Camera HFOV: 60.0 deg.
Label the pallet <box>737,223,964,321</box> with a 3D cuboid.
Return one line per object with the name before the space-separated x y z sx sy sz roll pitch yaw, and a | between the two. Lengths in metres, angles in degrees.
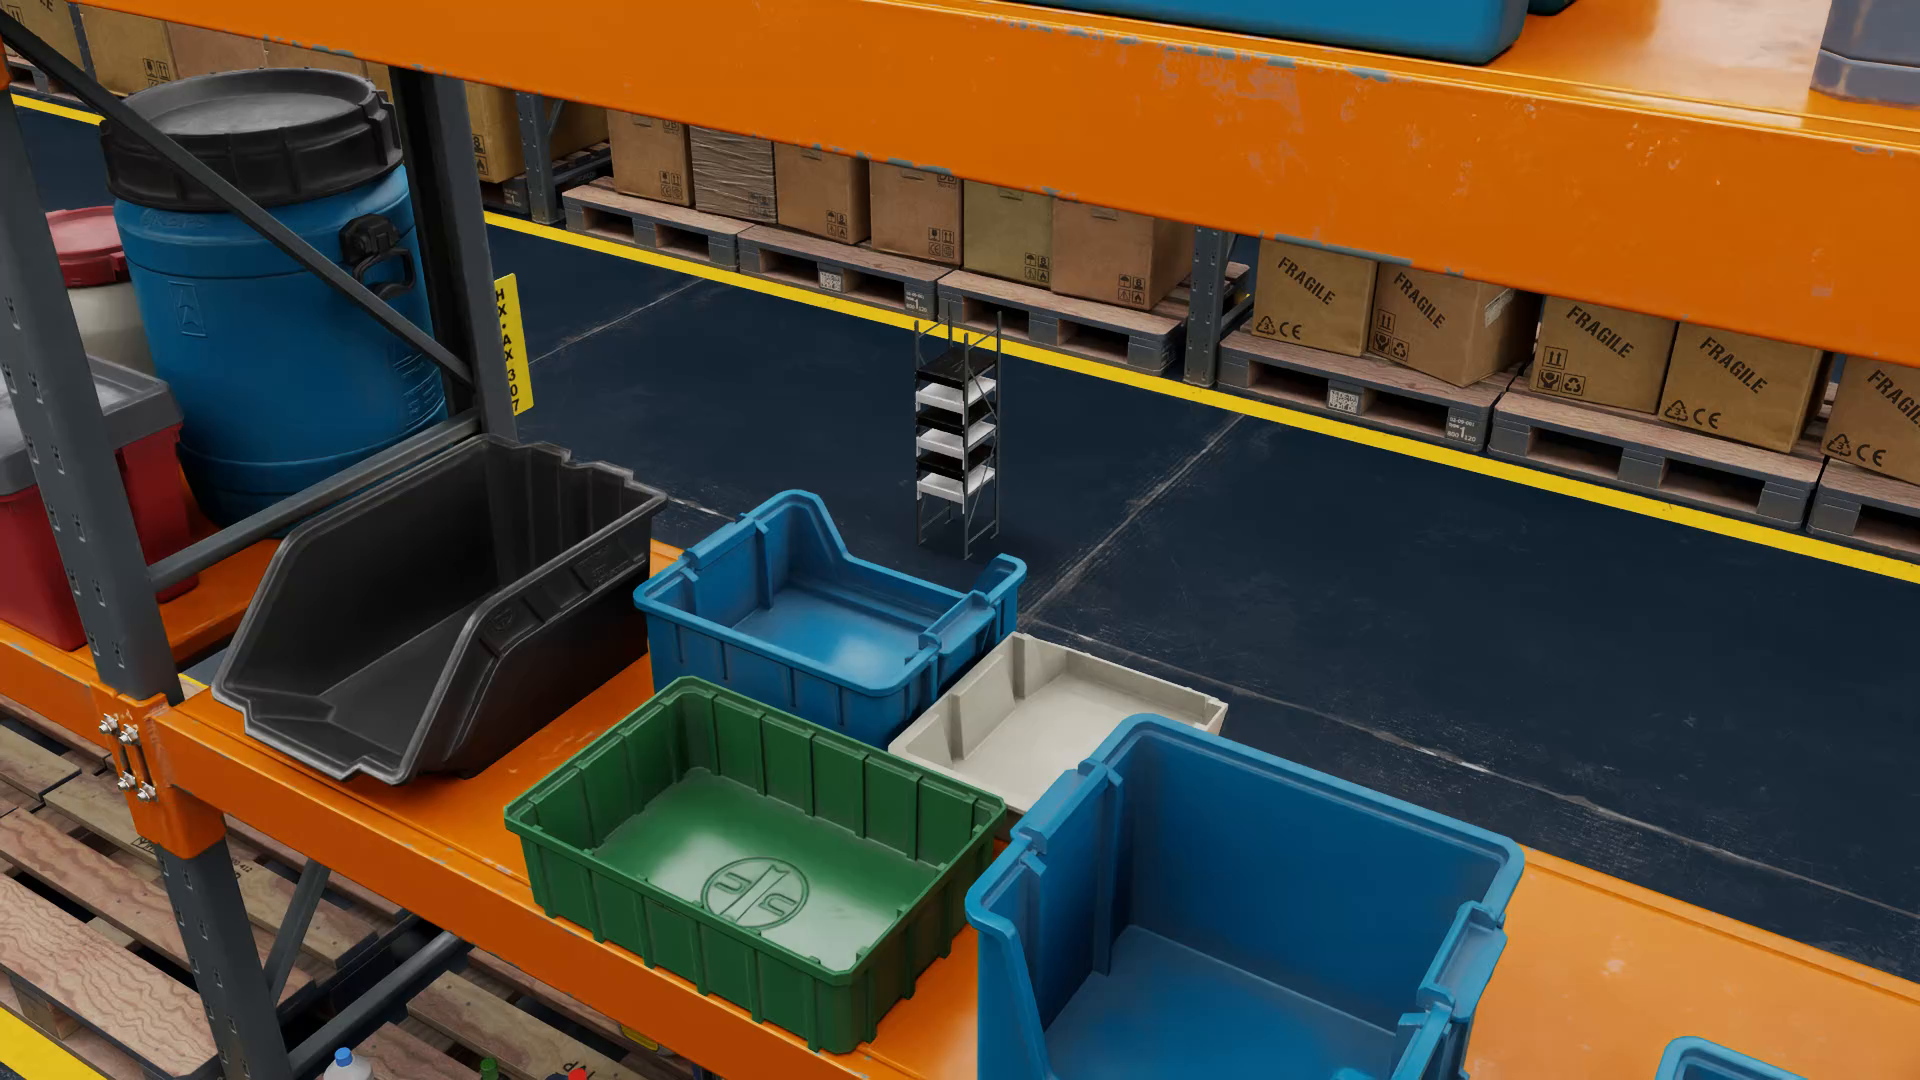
pallet | -0.383 -1.523 8.651 1.213 0.211 1.003 18 35 27

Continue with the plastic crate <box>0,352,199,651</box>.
plastic crate | -1.891 -0.106 3.391 0.583 0.464 0.402 18 35 27

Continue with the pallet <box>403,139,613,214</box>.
pallet | -2.701 -2.304 9.989 1.213 0.211 1.003 18 35 27

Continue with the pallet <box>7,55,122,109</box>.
pallet | -6.063 -3.369 11.815 1.213 0.211 1.003 18 35 27

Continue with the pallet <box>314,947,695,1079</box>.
pallet | -0.772 1.323 3.773 1.213 0.211 1.003 18 35 27

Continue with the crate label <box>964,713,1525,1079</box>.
crate label | 0.367 0.599 2.211 0.616 0.435 0.502 18 35 27

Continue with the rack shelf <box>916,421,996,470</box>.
rack shelf | -0.007 -0.362 6.044 0.200 0.077 0.258 18 35 27

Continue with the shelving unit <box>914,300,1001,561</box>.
shelving unit | -0.007 -0.391 6.027 0.210 0.900 0.258 18 35 27

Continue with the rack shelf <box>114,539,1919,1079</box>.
rack shelf | 0.376 0.767 2.672 4.000 0.370 1.077 18 35 27

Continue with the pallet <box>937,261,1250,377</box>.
pallet | 0.655 -1.197 8.092 1.213 0.211 1.003 18 35 27

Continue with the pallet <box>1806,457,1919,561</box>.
pallet | 3.969 -0.170 6.332 1.213 0.211 1.003 18 35 27

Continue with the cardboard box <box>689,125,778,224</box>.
cardboard box | -1.018 -2.061 8.850 0.500 0.500 0.700 15 33 23

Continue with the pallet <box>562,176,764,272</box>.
pallet | -1.412 -1.850 9.212 1.213 0.211 1.003 18 35 27

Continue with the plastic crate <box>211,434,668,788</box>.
plastic crate | -0.942 0.142 3.091 0.504 0.338 0.767 18 35 27

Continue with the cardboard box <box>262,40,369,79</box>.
cardboard box | -3.397 -2.964 10.046 0.875 0.875 1.225 18 35 27

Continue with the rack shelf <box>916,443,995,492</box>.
rack shelf | -0.007 -0.284 6.089 0.200 0.077 0.258 18 35 27

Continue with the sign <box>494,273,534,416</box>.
sign | -1.016 -0.431 3.737 0.005 0.325 0.100 18 35 27

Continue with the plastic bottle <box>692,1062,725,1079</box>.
plastic bottle | -0.515 1.078 3.692 0.135 0.276 0.152 18 35 27

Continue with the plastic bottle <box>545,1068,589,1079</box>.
plastic bottle | -0.779 1.207 3.397 0.185 0.351 0.144 18 35 27

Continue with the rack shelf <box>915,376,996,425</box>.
rack shelf | -0.007 -0.518 5.953 0.200 0.077 0.258 18 35 27

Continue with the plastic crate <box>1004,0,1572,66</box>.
plastic crate | 0.294 -0.679 1.476 0.575 0.384 0.392 18 35 27

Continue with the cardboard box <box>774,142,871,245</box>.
cardboard box | -0.534 -1.912 8.595 0.500 0.500 0.700 21 36 31

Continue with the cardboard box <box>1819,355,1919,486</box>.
cardboard box | 3.658 -0.543 6.268 0.500 0.500 0.500 -25 38 -36

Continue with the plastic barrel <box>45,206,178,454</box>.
plastic barrel | -2.012 -0.488 3.975 0.433 0.535 0.433 0 30 0

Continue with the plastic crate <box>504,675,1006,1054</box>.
plastic crate | -0.319 0.496 2.633 0.662 0.188 0.450 18 35 27

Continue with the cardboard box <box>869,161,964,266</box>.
cardboard box | -0.062 -1.763 8.339 0.500 0.500 0.700 14 33 23

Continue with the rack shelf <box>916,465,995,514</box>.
rack shelf | -0.007 -0.207 6.134 0.200 0.077 0.258 18 35 27

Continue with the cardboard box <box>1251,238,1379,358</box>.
cardboard box | 1.632 -1.171 7.344 0.500 0.500 0.500 16 34 26

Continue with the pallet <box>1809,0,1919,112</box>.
pallet | 1.421 -0.485 1.315 1.213 0.211 1.003 18 35 27

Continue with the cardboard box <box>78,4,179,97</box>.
cardboard box | -4.908 -3.437 10.856 0.875 0.875 1.225 18 35 27

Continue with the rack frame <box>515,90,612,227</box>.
rack frame | -2.073 -3.265 8.869 0.127 3.000 1.000 18 35 27

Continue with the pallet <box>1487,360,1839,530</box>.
pallet | 2.940 -0.497 6.893 1.213 0.211 1.003 18 35 27

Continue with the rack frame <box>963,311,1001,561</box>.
rack frame | 0.079 -0.364 5.980 0.006 0.900 0.240 18 35 27

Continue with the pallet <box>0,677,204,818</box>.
pallet | -3.042 0.605 5.003 1.213 0.211 1.003 18 35 27

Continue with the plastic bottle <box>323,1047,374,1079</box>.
plastic bottle | -1.281 1.182 3.519 0.097 0.271 0.097 0 30 0

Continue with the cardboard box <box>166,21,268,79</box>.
cardboard box | -4.151 -3.198 10.447 0.875 0.875 1.225 16 34 26

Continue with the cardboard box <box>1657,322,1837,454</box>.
cardboard box | 3.138 -0.719 6.570 0.500 0.500 0.500 21 36 32

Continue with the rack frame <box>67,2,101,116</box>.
rack frame | -5.461 -4.336 10.706 0.127 3.000 1.000 18 35 27

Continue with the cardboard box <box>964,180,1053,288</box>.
cardboard box | 0.412 -1.613 8.082 0.500 0.500 0.700 17 34 27

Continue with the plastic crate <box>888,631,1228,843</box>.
plastic crate | 0.192 0.362 2.915 0.437 0.136 0.530 18 35 27

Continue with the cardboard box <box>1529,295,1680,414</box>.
cardboard box | 2.689 -0.888 6.859 0.500 0.500 0.500 14 33 23

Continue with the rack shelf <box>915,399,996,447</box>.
rack shelf | -0.007 -0.440 5.998 0.200 0.077 0.258 18 35 27

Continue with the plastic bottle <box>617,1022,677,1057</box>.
plastic bottle | -0.696 0.986 3.775 0.185 0.351 0.144 18 35 27

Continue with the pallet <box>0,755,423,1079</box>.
pallet | -2.004 0.931 4.444 1.213 0.211 1.003 18 35 27

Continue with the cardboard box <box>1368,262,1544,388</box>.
cardboard box | 2.122 -1.020 7.086 0.500 0.500 0.500 -23 37 -33

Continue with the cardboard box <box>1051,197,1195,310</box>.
cardboard box | 0.806 -1.477 7.849 0.500 0.500 0.700 15 33 24

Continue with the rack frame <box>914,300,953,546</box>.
rack frame | -0.093 -0.418 6.074 0.006 0.900 0.240 18 35 27

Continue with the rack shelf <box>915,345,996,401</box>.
rack shelf | -0.007 -0.595 5.908 0.200 0.077 0.258 18 35 27

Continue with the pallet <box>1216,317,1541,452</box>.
pallet | 1.902 -0.824 7.453 1.213 0.211 1.003 18 35 27

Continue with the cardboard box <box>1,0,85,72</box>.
cardboard box | -5.977 -3.811 11.497 0.875 0.875 0.875 18 35 27

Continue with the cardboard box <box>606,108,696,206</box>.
cardboard box | -1.495 -2.204 9.095 0.500 0.500 0.700 16 34 25

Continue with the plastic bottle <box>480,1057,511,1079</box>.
plastic bottle | -0.937 1.206 3.465 0.133 0.283 0.061 18 35 27

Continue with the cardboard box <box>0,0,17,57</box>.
cardboard box | -6.740 -4.052 11.911 0.875 0.875 0.875 18 35 27

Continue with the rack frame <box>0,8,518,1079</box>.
rack frame | -1.318 -0.079 3.409 0.127 3.000 1.000 18 35 27

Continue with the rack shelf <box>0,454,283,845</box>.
rack shelf | -3.012 -0.304 4.509 4.000 0.370 1.077 18 35 27

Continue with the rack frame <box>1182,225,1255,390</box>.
rack frame | 1.315 -2.193 7.032 0.127 3.000 1.000 18 35 27

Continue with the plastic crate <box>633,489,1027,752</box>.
plastic crate | -0.237 0.166 3.137 0.616 0.251 0.499 18 35 27

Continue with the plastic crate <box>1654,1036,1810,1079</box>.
plastic crate | 0.940 0.874 1.923 0.408 0.251 0.499 18 35 27

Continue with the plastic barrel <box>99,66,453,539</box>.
plastic barrel | -1.484 -0.528 3.682 0.708 0.901 0.600 18 35 27

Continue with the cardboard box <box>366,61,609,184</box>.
cardboard box | -2.646 -2.722 9.631 0.875 0.875 1.225 16 34 25
